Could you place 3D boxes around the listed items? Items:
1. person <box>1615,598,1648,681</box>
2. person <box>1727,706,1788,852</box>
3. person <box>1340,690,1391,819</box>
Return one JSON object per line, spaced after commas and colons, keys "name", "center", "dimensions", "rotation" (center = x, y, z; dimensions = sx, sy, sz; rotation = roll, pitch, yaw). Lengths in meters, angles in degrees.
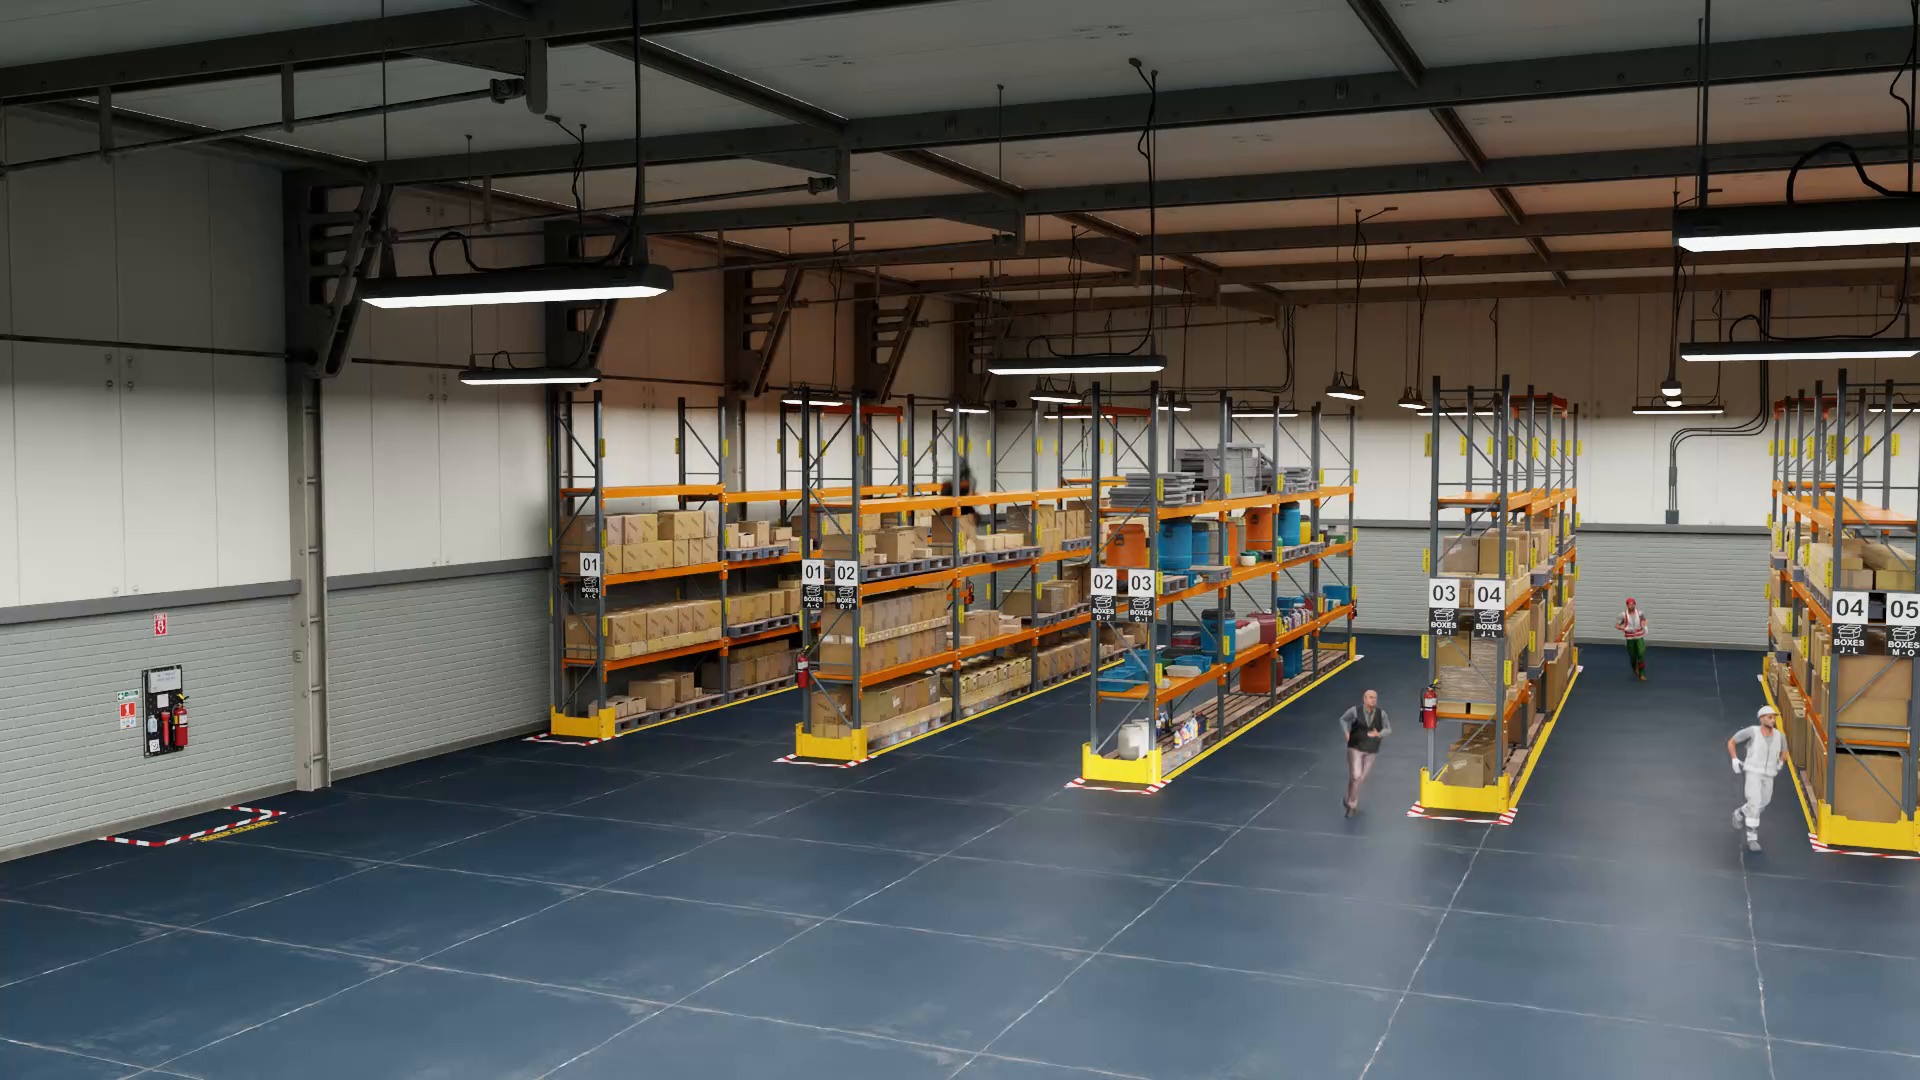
{"name": "person", "center": [14.585, 2.135, 36.097], "dimensions": [0.696, 1.755, 0.929], "rotation": [1, 3, 12]}
{"name": "person", "center": [10.093, 2.972, 21.005], "dimensions": [0.724, 1.768, 0.892], "rotation": [0, 3, -1]}
{"name": "person", "center": [5.540, 2.913, 22.800], "dimensions": [0.687, 1.747, 0.774], "rotation": [0, 3, -4]}
